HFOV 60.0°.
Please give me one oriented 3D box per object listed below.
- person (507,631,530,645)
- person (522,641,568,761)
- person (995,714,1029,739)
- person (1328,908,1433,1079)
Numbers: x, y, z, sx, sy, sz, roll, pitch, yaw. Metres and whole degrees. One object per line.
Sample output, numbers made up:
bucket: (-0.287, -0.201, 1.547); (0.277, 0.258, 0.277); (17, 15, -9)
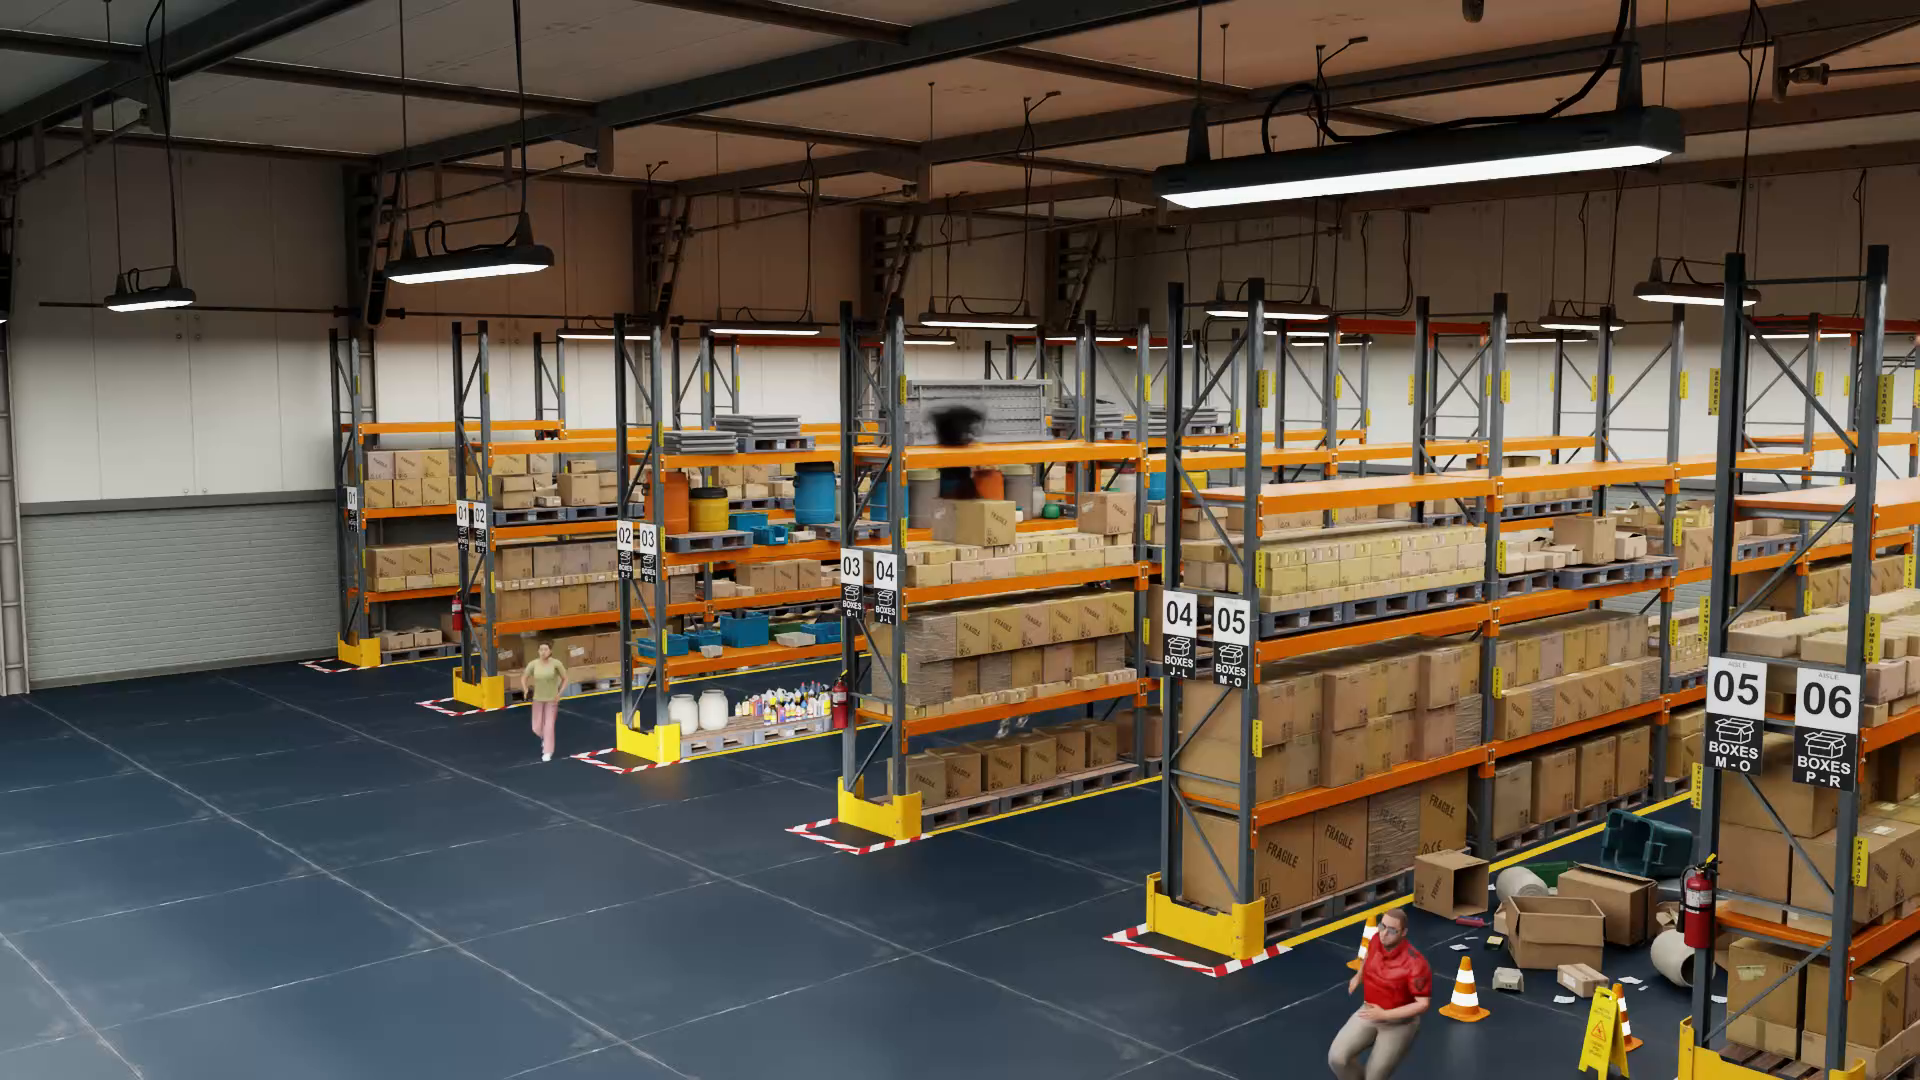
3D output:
person: (-7.811, 1.477, 29.196); (0.735, 1.684, 0.987); (2, 6, 19)
person: (-5.591, 2.151, 22.426); (0.615, 1.624, 0.617); (0, 6, -4)
person: (0.747, 1.994, 23.875); (0.504, 1.626, 0.823); (5, 8, 42)
person: (2.818, 3.263, 11.234); (0.705, 1.644, 0.847); (-5, 8, -43)
